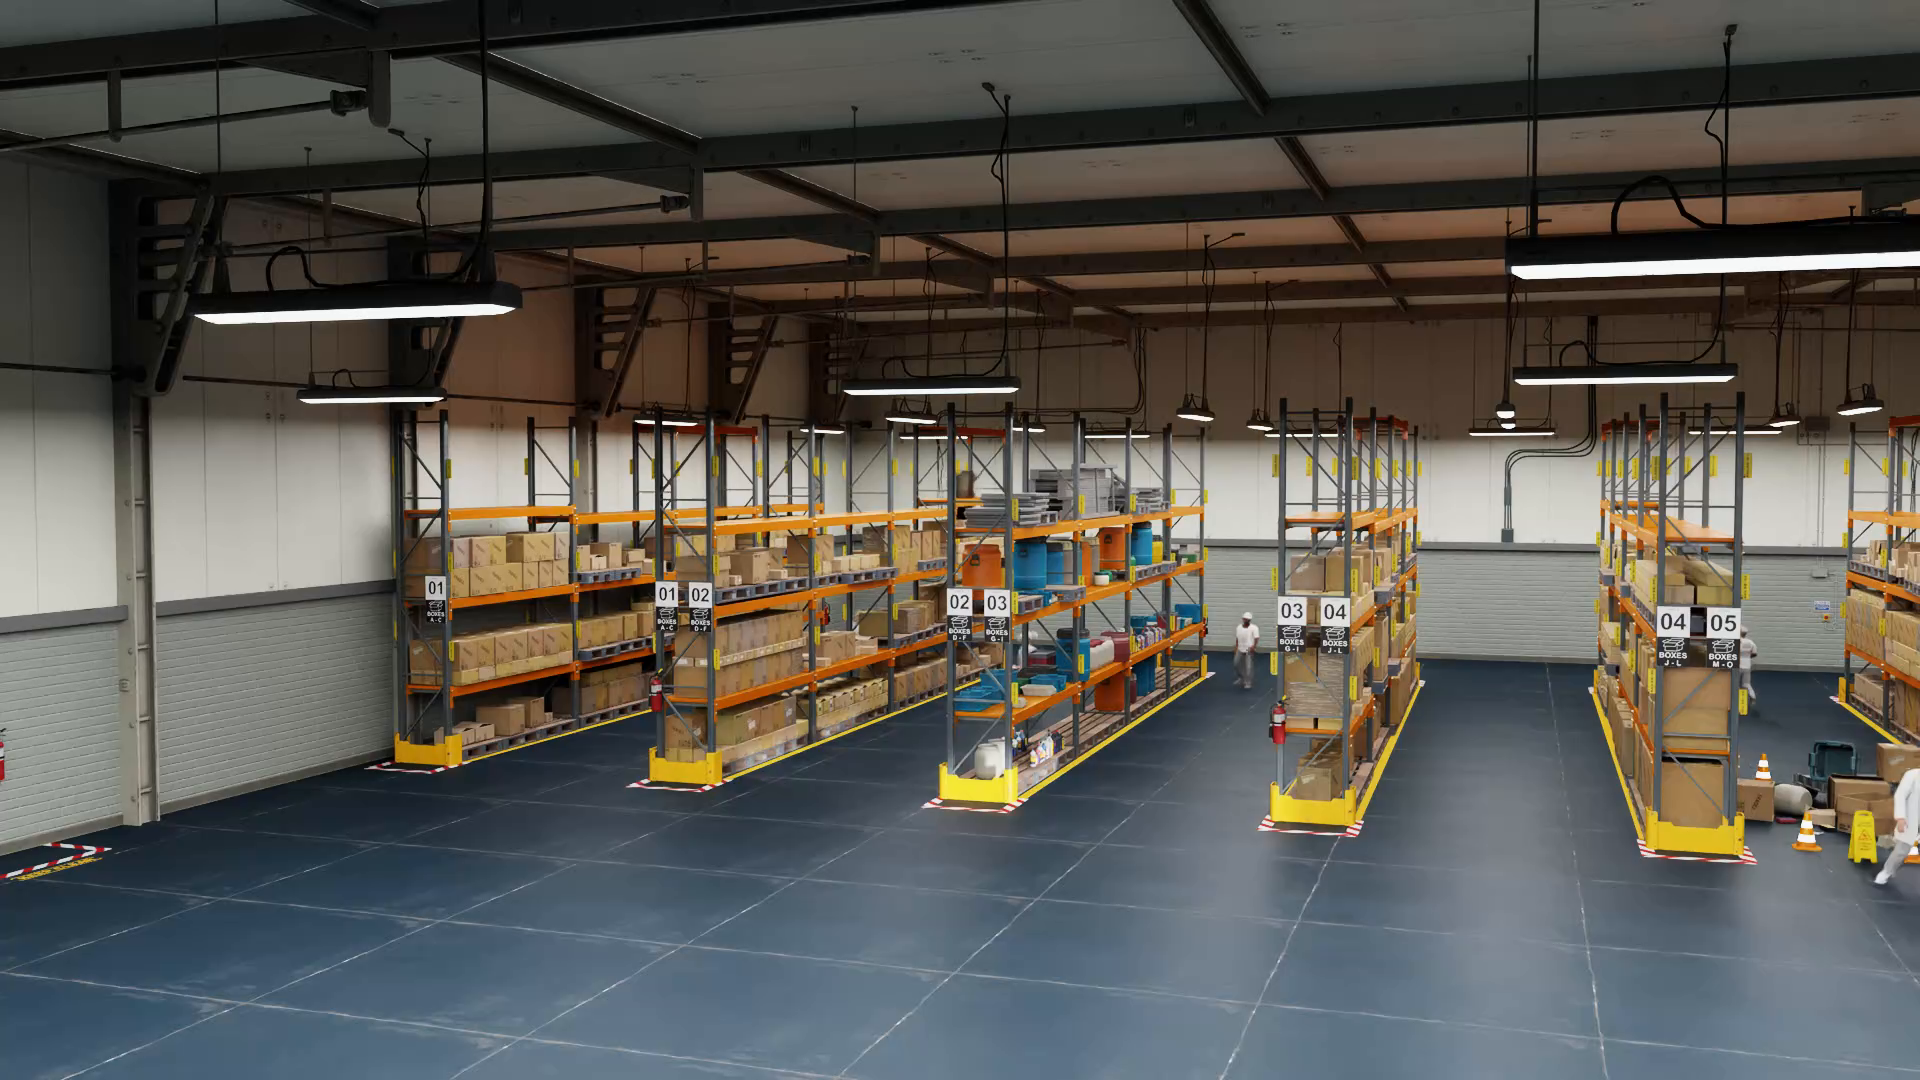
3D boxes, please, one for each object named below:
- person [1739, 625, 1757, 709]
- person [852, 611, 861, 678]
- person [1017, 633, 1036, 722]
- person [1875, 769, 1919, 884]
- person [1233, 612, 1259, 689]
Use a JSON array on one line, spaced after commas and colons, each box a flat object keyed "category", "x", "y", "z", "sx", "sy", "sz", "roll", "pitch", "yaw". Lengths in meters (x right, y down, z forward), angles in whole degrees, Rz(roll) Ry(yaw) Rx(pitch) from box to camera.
[{"category": "person", "x": 16.160, "y": 2.637, "z": 34.416, "sx": 0.662, "sy": 1.750, "sz": 0.926, "roll": 0, "pitch": 2, "yaw": 2}, {"category": "person", "x": -2.441, "y": 2.500, "z": 39.373, "sx": 0.612, "sy": 1.640, "sz": 0.584, "roll": 0, "pitch": 2, "yaw": 5}, {"category": "person", "x": 1.321, "y": 2.705, "z": 32.943, "sx": 0.469, "sy": 1.804, "sz": 0.651, "roll": -2, "pitch": 3, "yaw": -38}, {"category": "person", "x": 11.299, "y": 3.308, "z": 19.604, "sx": 0.775, "sy": 1.722, "sz": 0.934, "roll": 0, "pitch": 2, "yaw": -4}, {"category": "person", "x": 6.449, "y": 2.516, "z": 37.725, "sx": 0.716, "sy": 1.750, "sz": 0.661, "roll": 2, "pitch": 3, "yaw": 34}]
